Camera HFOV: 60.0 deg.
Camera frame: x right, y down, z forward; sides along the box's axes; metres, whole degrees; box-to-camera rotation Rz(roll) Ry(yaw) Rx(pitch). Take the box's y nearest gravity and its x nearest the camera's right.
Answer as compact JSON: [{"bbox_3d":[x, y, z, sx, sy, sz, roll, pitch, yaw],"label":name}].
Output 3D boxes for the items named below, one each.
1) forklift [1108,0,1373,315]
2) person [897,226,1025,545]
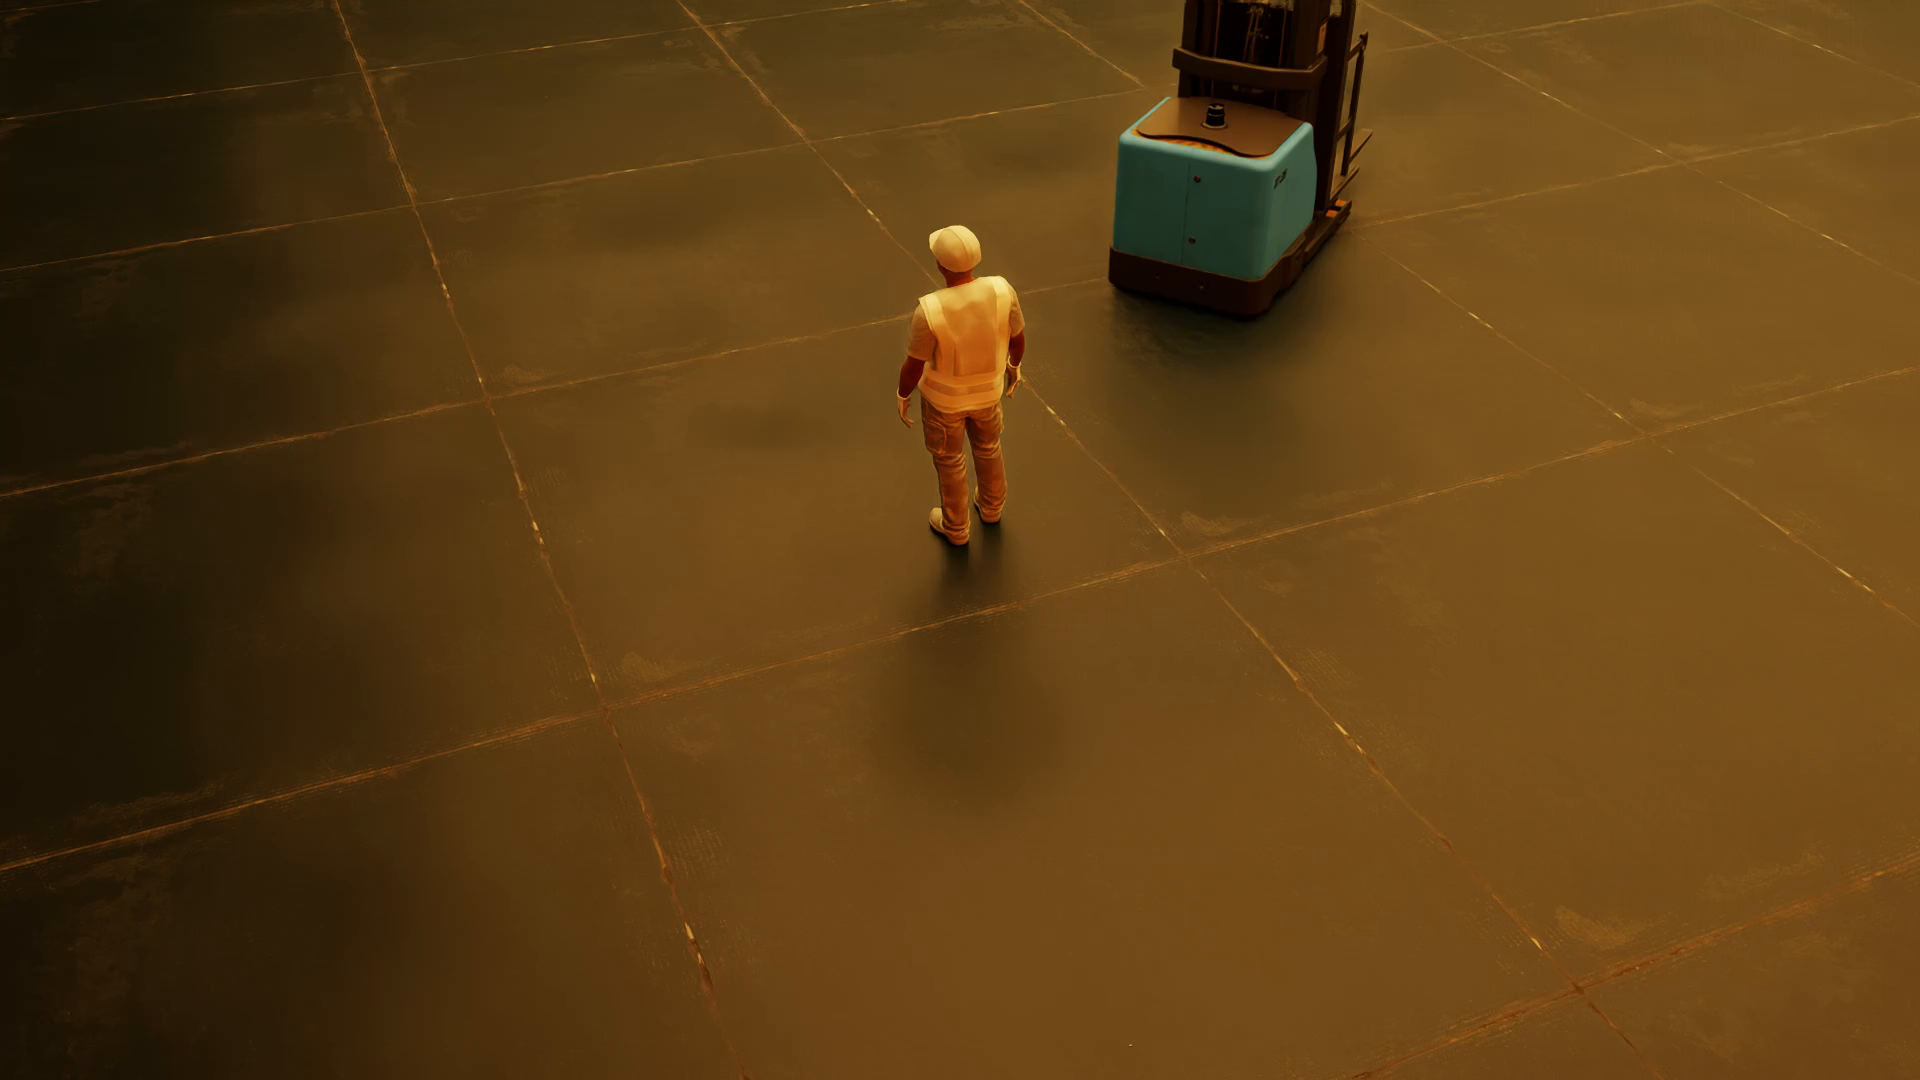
[{"bbox_3d":[2.116,-3.447,10.946,1.130,2.935,3.031,17,39,23],"label":"forklift"},{"bbox_3d":[-0.019,-0.773,8.163,0.656,1.782,0.577,-14,38,-19],"label":"person"}]
